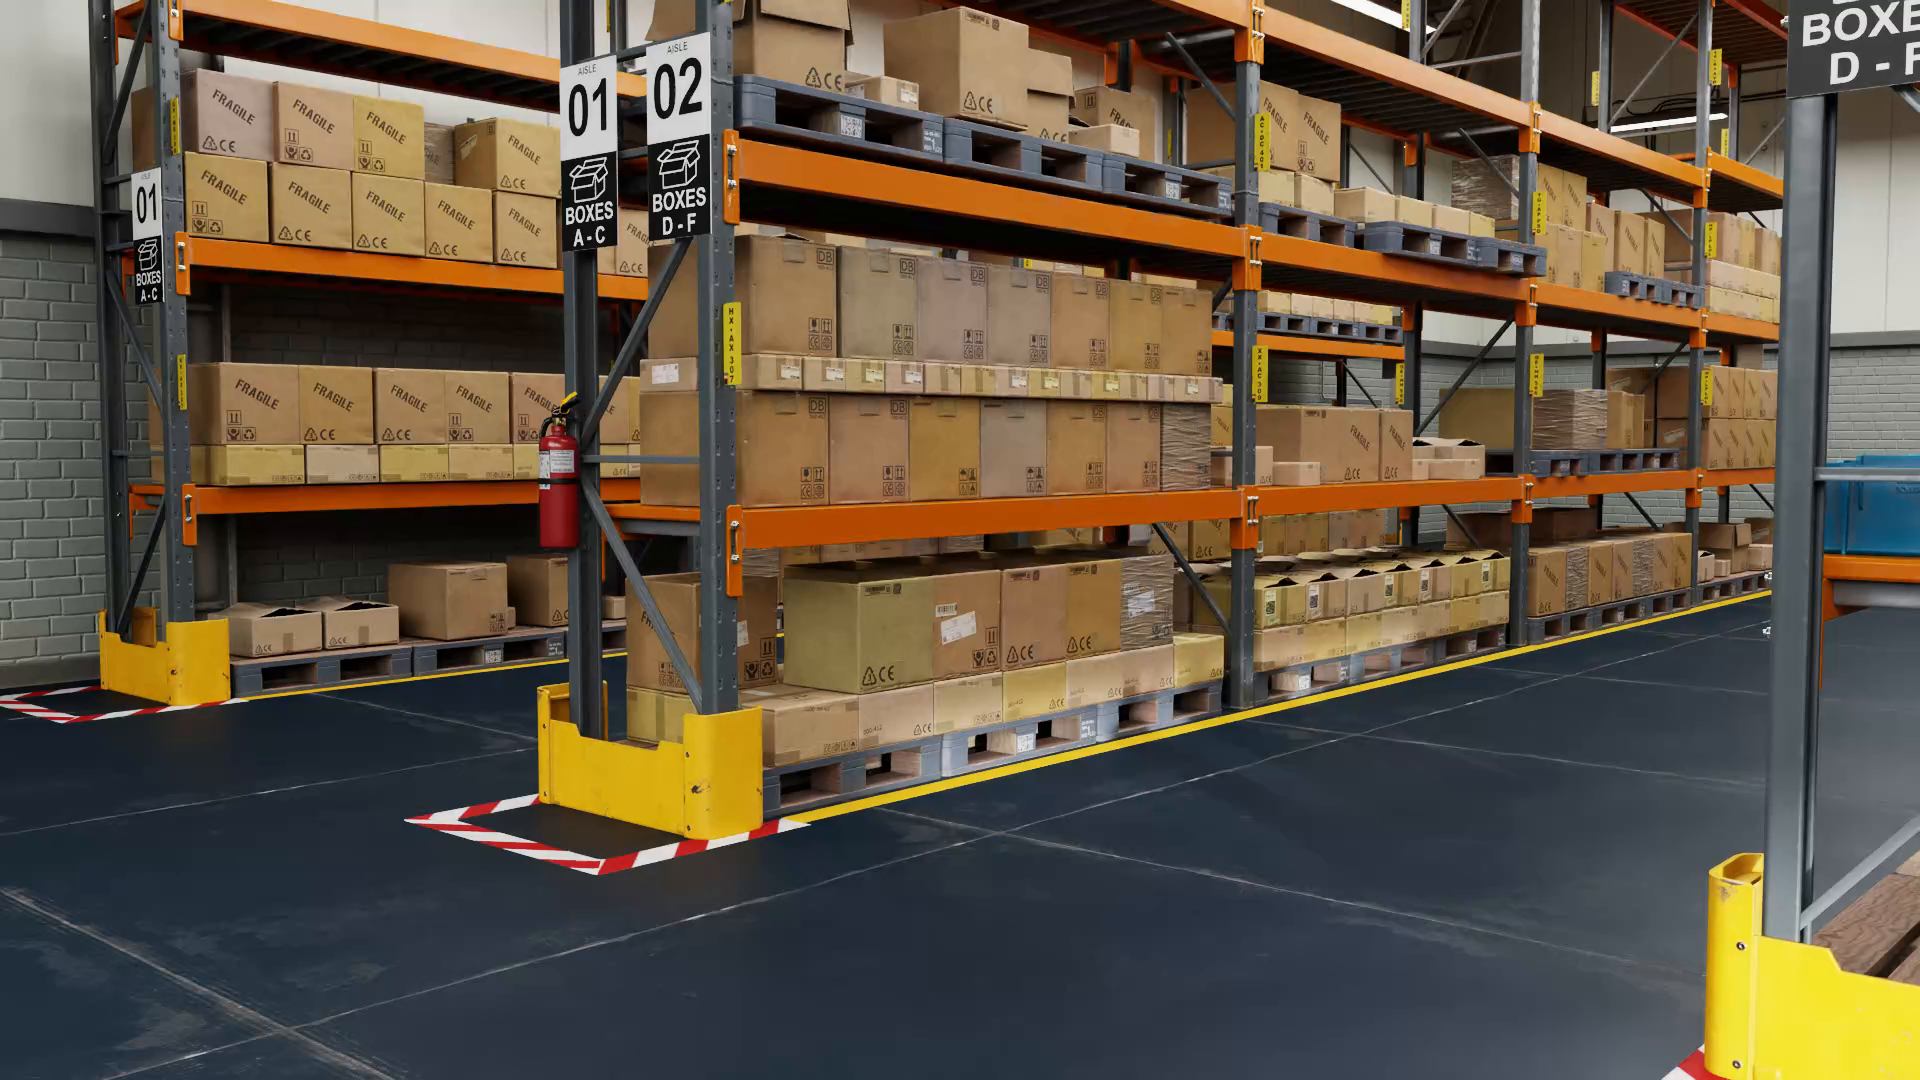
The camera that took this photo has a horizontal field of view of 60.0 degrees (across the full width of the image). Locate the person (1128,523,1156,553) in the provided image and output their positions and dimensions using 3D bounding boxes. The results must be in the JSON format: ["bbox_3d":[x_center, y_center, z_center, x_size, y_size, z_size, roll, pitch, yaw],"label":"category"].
[{"bbox_3d":[1.526,-0.234,15.234,0.596,1.765,0.666,2,4,35],"label":"person"}]
